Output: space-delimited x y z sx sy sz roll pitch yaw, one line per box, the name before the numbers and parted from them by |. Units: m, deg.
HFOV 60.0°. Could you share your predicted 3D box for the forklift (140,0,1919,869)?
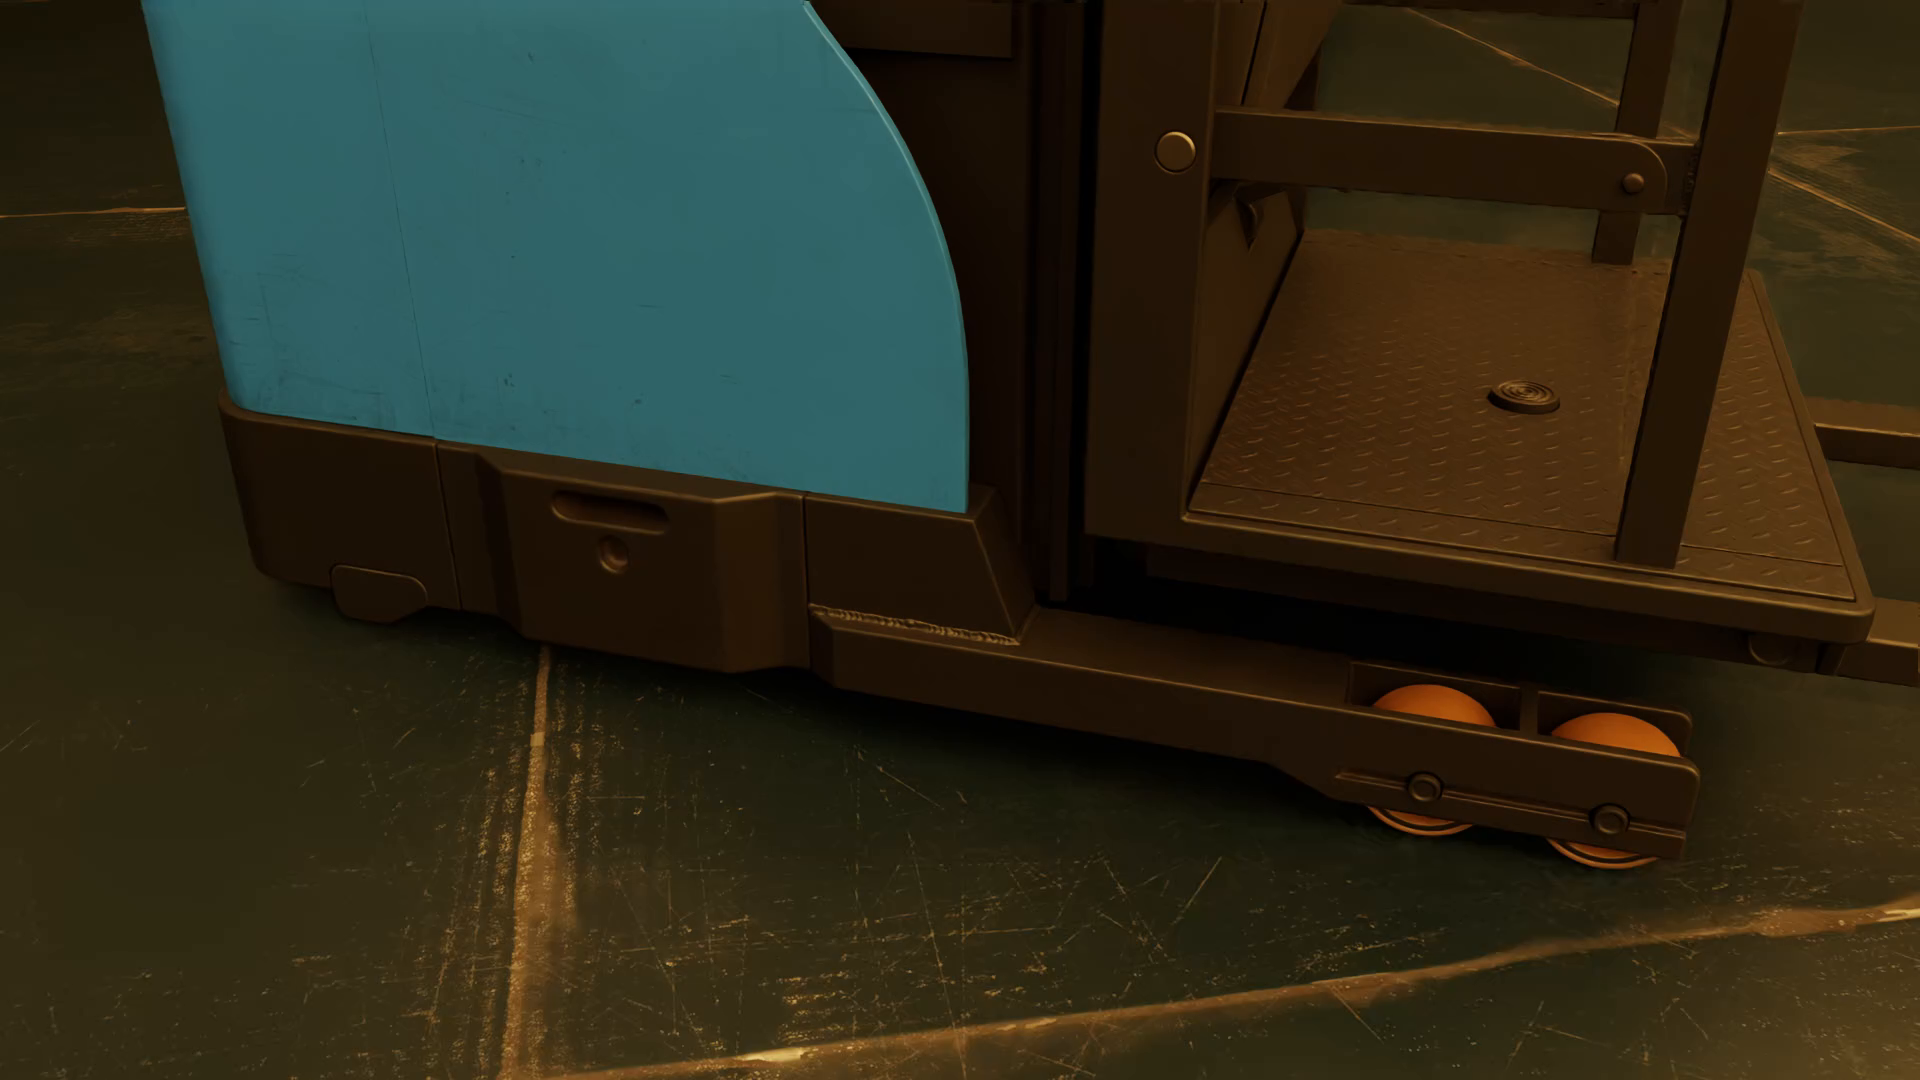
forklift | 0.590 -1.214 1.662 3.031 2.935 1.130 8 29 15
